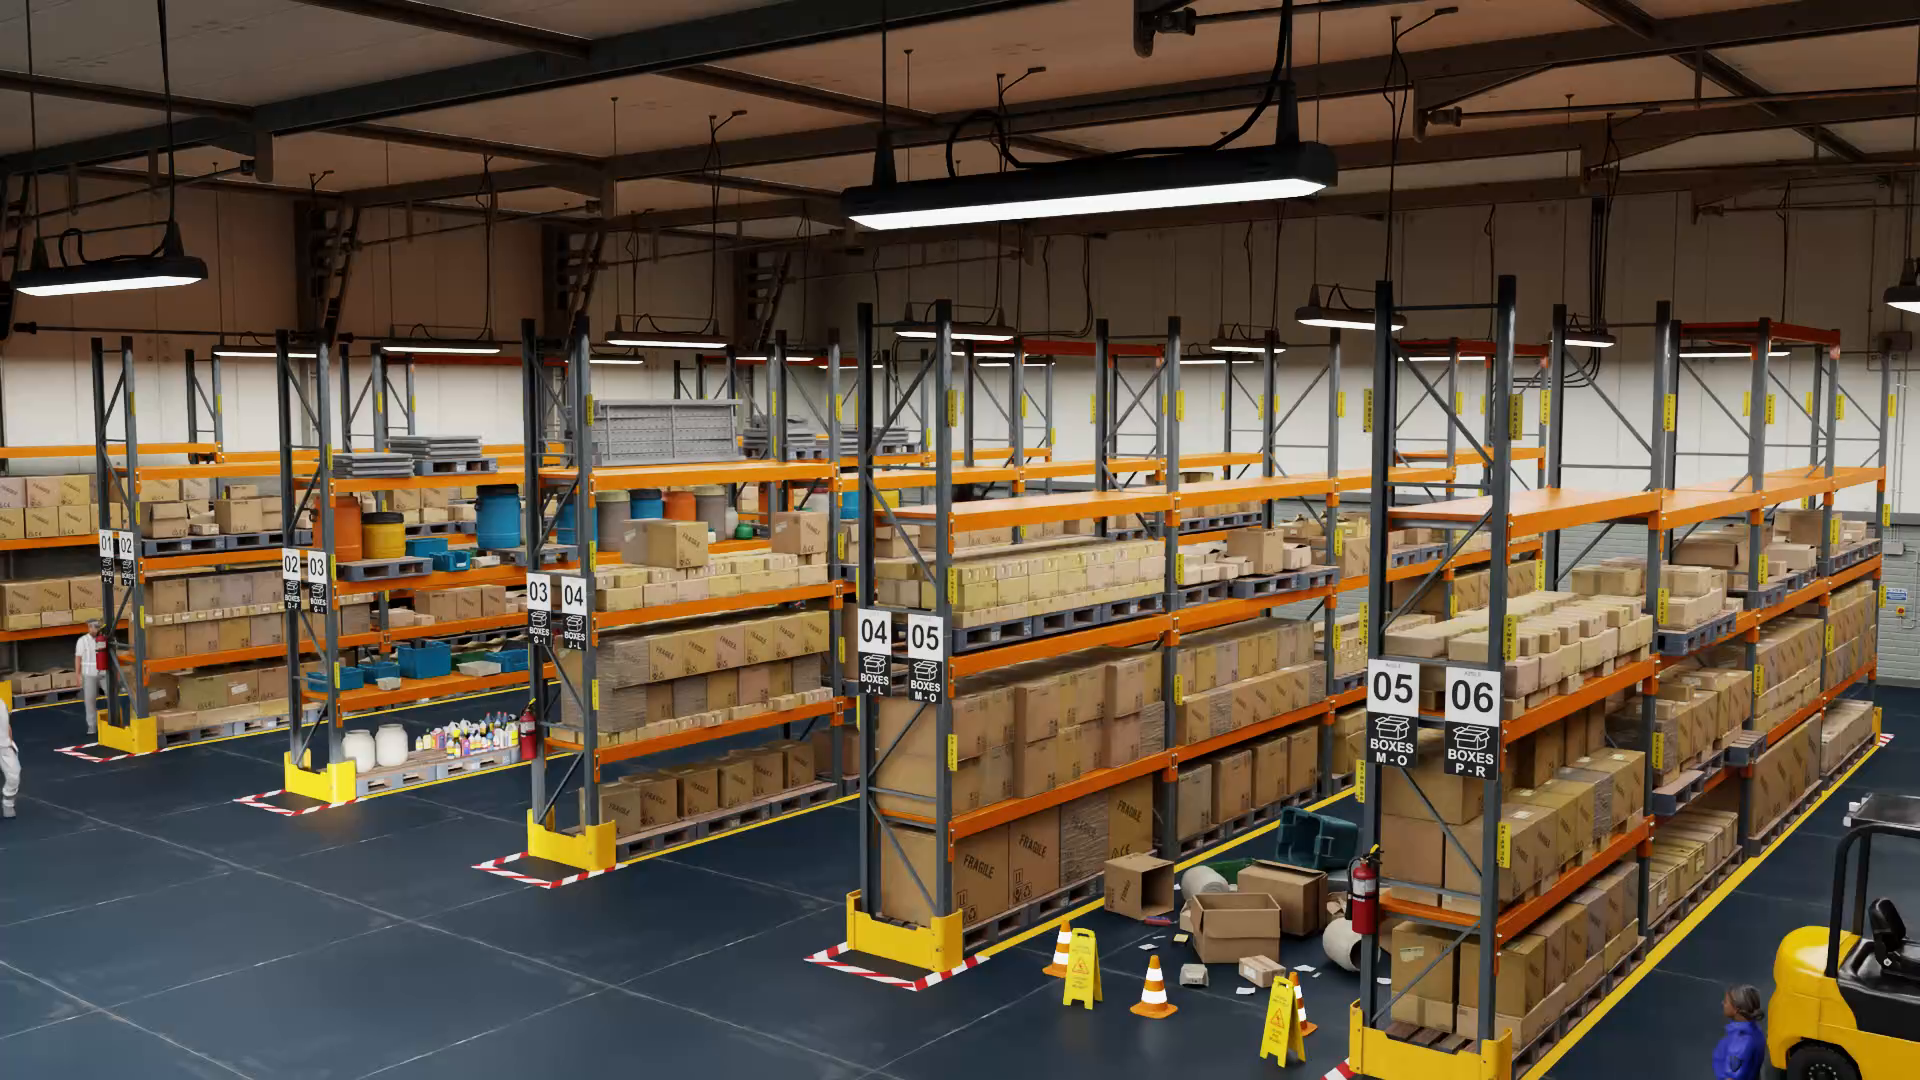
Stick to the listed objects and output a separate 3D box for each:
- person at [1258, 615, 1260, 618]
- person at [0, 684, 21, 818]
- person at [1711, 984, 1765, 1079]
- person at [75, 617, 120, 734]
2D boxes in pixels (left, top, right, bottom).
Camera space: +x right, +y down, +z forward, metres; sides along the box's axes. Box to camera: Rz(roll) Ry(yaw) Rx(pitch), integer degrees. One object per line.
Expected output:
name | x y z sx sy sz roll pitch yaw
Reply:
person | 4.773 2.015 26.597 0.542 1.633 0.931 5 7 43
person | -11.699 2.536 20.070 0.494 1.789 0.624 4 6 36
person | 4.698 3.481 10.013 0.836 1.614 0.415 1 5 17
person | -13.269 2.074 25.584 0.601 1.795 0.499 -3 6 -31
